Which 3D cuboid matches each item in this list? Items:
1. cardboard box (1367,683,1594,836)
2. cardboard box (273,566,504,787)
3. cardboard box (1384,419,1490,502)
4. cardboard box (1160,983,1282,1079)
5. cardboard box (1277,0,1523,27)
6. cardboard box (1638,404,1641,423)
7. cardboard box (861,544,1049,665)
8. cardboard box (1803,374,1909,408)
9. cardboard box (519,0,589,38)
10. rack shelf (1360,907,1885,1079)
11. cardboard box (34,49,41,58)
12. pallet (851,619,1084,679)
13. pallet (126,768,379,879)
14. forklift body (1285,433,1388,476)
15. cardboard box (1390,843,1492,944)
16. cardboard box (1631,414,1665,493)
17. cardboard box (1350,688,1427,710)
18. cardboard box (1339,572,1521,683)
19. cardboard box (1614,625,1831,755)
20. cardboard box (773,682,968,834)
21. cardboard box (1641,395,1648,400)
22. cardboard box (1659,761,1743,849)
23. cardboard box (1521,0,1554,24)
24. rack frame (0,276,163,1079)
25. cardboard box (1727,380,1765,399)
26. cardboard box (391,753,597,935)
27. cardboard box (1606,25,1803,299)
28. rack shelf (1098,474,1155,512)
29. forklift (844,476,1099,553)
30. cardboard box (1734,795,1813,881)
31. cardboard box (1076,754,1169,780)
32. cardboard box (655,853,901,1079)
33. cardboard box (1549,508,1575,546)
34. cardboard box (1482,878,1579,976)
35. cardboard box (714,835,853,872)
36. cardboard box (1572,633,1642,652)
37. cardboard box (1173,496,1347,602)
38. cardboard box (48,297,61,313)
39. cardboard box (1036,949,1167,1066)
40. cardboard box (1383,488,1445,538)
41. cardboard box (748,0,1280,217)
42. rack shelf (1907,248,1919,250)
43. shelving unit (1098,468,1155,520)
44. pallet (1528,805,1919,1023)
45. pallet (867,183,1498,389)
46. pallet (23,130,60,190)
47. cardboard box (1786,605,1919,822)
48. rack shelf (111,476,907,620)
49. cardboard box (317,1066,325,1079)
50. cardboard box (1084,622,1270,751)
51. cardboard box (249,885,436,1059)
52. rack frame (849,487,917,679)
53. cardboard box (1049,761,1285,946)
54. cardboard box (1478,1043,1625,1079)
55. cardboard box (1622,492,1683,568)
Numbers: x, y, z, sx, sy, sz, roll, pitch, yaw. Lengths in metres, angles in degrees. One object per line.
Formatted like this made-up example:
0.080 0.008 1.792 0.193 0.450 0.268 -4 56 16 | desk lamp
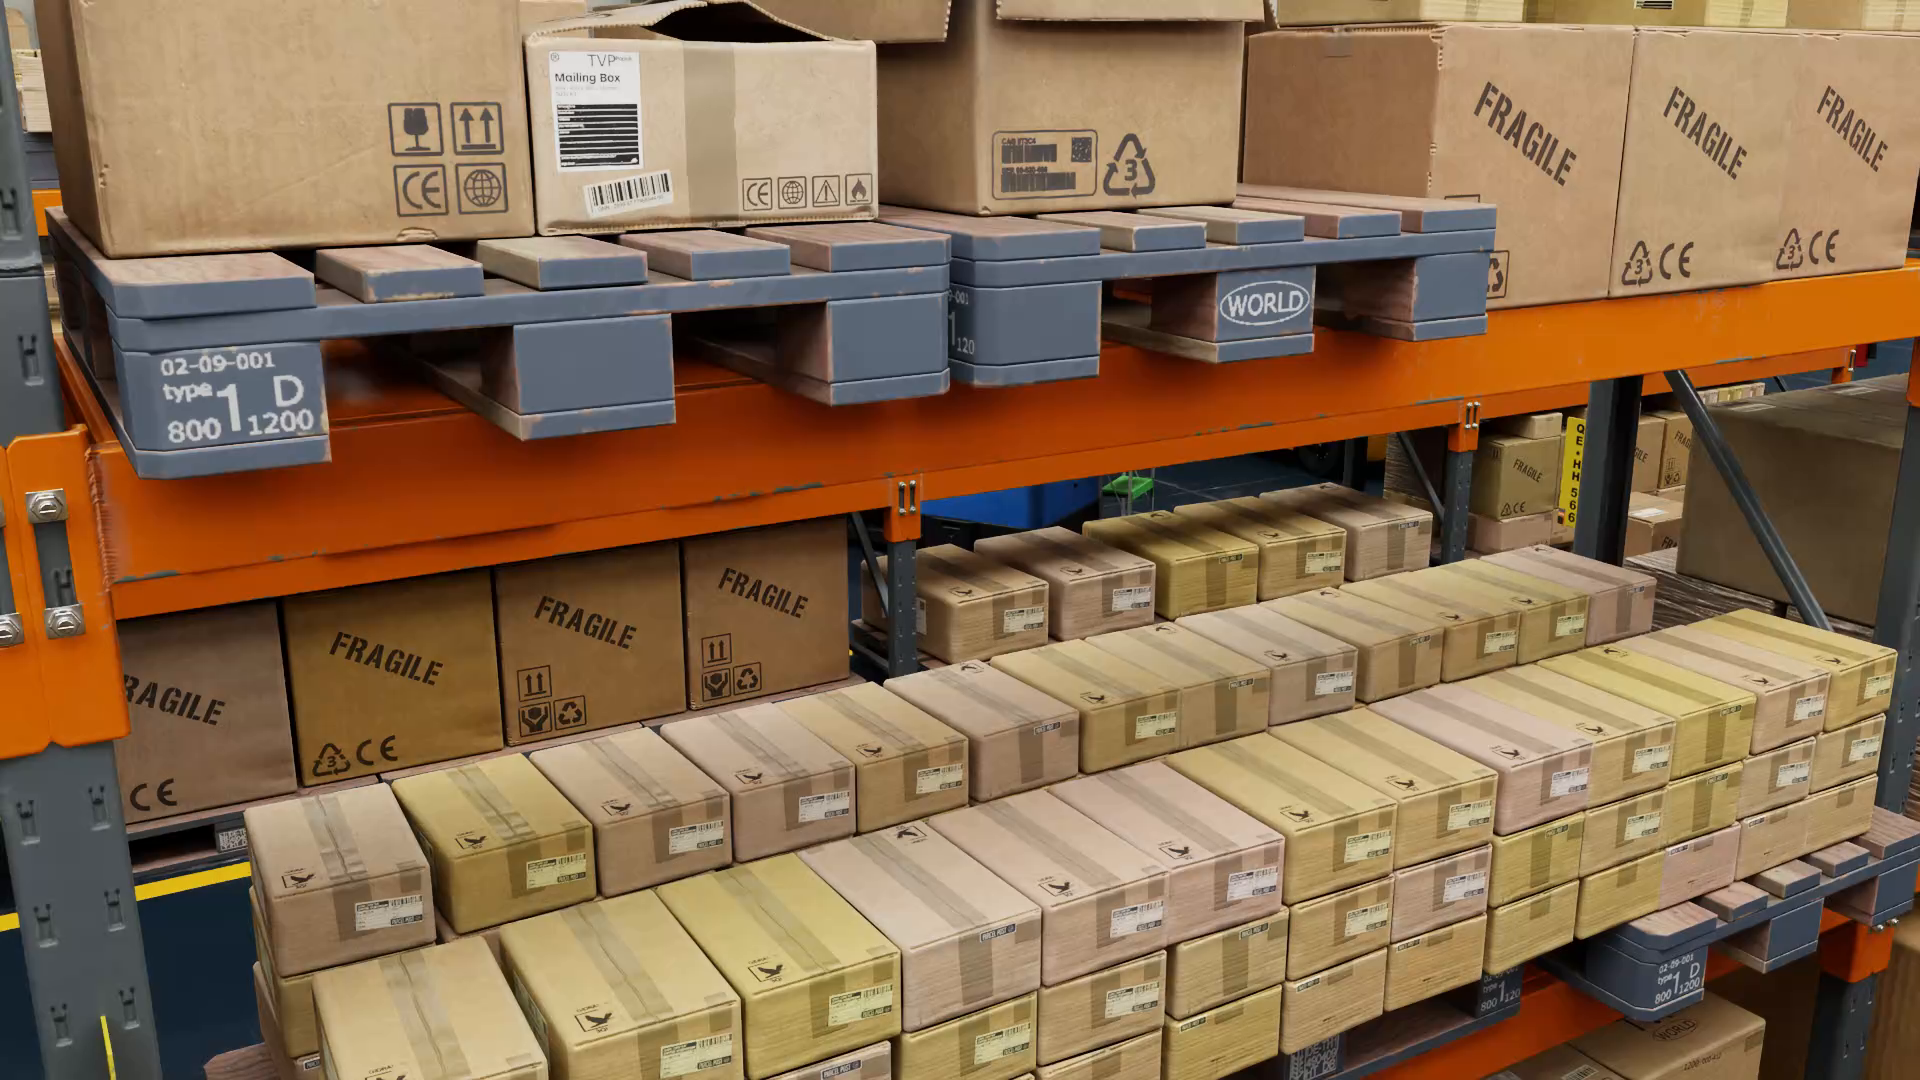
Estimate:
1.046 0.438 3.376 0.250 0.149 0.380 -9 18 -30 | cardboard box
-2.696 0.504 7.713 0.875 0.875 0.875 -9 18 -28 | cardboard box
3.269 -0.581 11.351 0.500 0.500 0.500 -9 18 -30 | cardboard box
0.370 0.834 3.065 0.250 0.149 0.380 -10 18 -31 | cardboard box
0.803 -1.071 3.012 0.258 0.266 0.396 -9 18 -30 | cardboard box
4.352 -0.882 11.223 0.250 0.149 0.380 -8 18 -27 | cardboard box
-0.039 0.346 9.209 0.625 0.372 0.950 -11 19 -33 | cardboard box
2.930 -0.170 4.921 0.500 0.500 0.700 -10 18 -31 | cardboard box
-1.890 -2.024 7.051 0.500 0.500 0.500 -9 18 -29 | cardboard box
0.393 1.115 3.709 4.000 0.370 1.077 -9 18 -30 | rack shelf
-5.603 -2.969 10.337 0.250 0.149 0.380 -10 18 -31 | cardboard box
0.142 0.593 9.402 1.213 0.211 1.003 -9 18 -30 | pallet
-3.334 1.133 7.477 1.213 0.211 1.003 -9 18 -30 | pallet
3.084 -1.807 14.370 1.214 2.155 2.313 -9 18 -30 | forklift body
0.814 0.620 3.278 0.250 0.149 0.380 -9 18 -28 | cardboard box
4.443 -0.605 11.436 0.500 0.500 0.500 -8 18 -27 | cardboard box
0.915 0.398 4.070 0.250 0.149 0.380 -9 18 -29 | cardboard box
1.170 0.213 4.178 0.250 0.149 0.380 -9 18 -30 | cardboard box
1.707 0.331 3.756 0.250 0.149 0.380 -9 18 -30 | cardboard box
-0.188 0.435 3.387 0.250 0.149 0.380 -10 18 -32 | cardboard box
5.029 -0.867 12.372 0.500 0.500 0.500 -10 19 -32 | cardboard box
1.467 0.514 3.653 0.250 0.149 0.380 -9 18 -28 | cardboard box
1.177 -1.307 3.853 0.258 0.266 0.396 -9 18 -30 | cardboard box
-1.321 1.046 2.620 0.127 3.000 1.000 -9 18 -30 | rack frame
5.497 -1.066 11.882 0.250 0.149 0.380 -9 18 -28 | cardboard box
-0.848 0.540 3.011 0.250 0.149 0.380 -10 18 -31 | cardboard box
1.327 -0.792 3.434 0.500 0.500 0.500 -9 18 -30 | cardboard box
1.207 -0.345 12.042 0.258 0.148 0.480 7 17 24 | rack shelf
-0.550 -1.495 11.811 3.031 2.935 1.130 9 18 28 | forklift
1.708 0.618 3.835 0.250 0.149 0.380 -9 18 -30 | cardboard box
0.257 0.504 3.690 0.250 0.149 0.380 -8 18 -28 | cardboard box
-0.290 0.655 2.601 0.250 0.149 0.380 -9 18 -29 | cardboard box
3.997 -0.172 11.281 0.500 0.250 0.500 -8 18 -27 | cardboard box
1.042 0.725 3.452 0.250 0.149 0.380 -10 19 -32 | cardboard box
-0.410 0.611 3.309 0.250 0.149 0.380 -10 18 -32 | cardboard box
1.590 0.287 4.467 0.250 0.149 0.380 -8 18 -27 | cardboard box
1.838 0.040 10.299 0.625 0.372 0.950 -8 18 -26 | cardboard box
-3.703 -0.735 6.936 0.500 0.500 0.500 -9 18 -28 | cardboard box
0.148 0.727 2.896 0.250 0.149 0.380 -8 18 -27 | cardboard box
3.269 -0.220 11.452 0.500 0.250 0.500 -8 18 -27 | cardboard box
0.071 -0.834 2.802 0.637 0.503 0.797 -9 18 -30 | cardboard box
3.822 -0.886 5.287 4.000 0.370 1.077 -9 18 -30 | rack shelf
1.207 -0.637 11.960 0.258 1.200 0.503 7 17 24 | shelving unit
1.552 0.706 4.188 1.003 0.211 1.213 -9 18 -30 | pallet
0.150 -0.514 2.975 1.003 0.211 1.213 -9 18 -30 | pallet
-3.197 -1.576 6.772 1.217 0.209 0.805 -10 19 -32 | pallet
2.631 0.442 4.590 0.500 0.500 0.500 -9 18 -29 | cardboard box
-2.243 -0.017 7.744 4.000 0.370 1.077 -9 18 -30 | rack shelf
-0.747 0.873 2.373 0.250 0.149 0.380 -9 18 -29 | cardboard box
0.486 0.325 3.778 0.250 0.149 0.380 -9 18 -28 | cardboard box
-1.082 0.721 2.917 0.250 0.149 0.380 -9 18 -28 | cardboard box
-0.528 -0.641 8.639 0.127 3.000 1.000 -9 18 -30 | rack frame
0.361 0.550 2.975 0.250 0.149 0.380 -8 18 -28 | cardboard box
1.229 1.359 3.968 0.500 0.250 0.500 -9 18 -29 | cardboard box
3.843 0.050 9.403 0.500 0.500 0.500 -9 18 -30 | cardboard box
